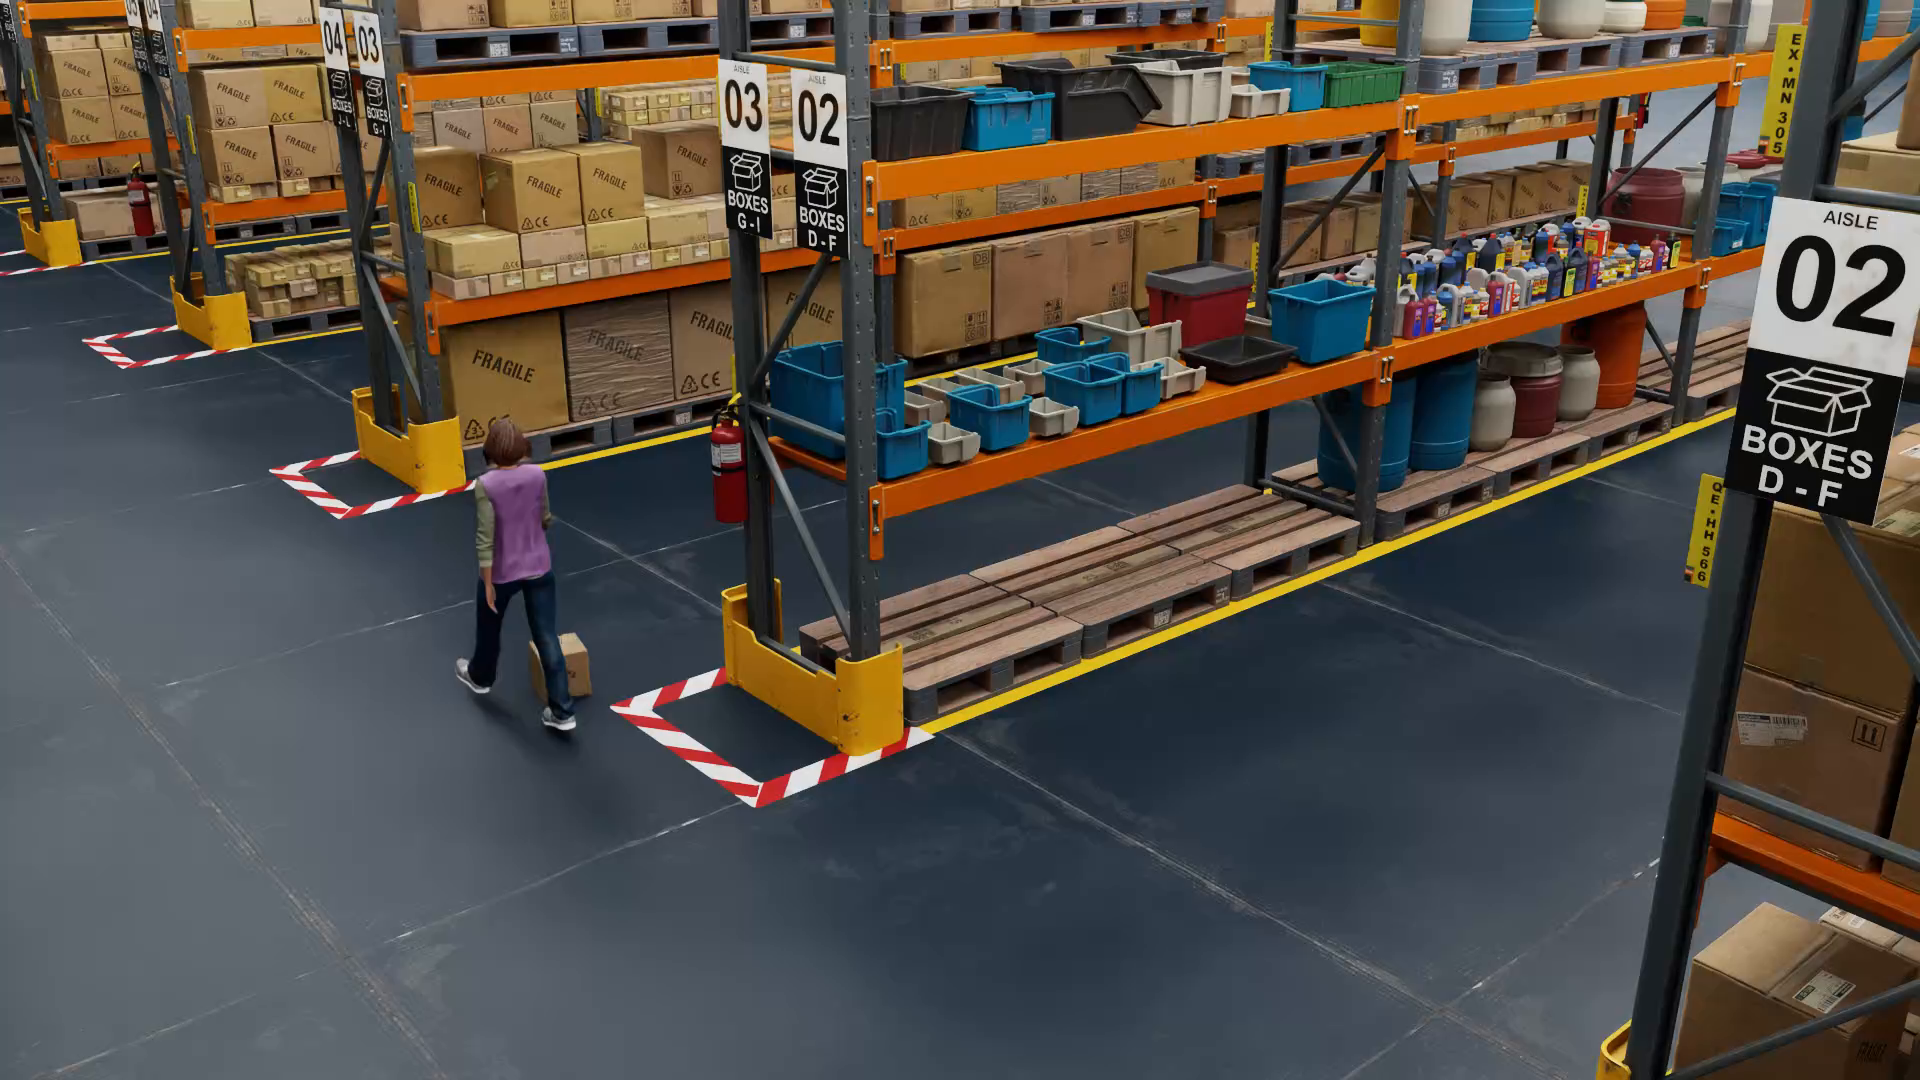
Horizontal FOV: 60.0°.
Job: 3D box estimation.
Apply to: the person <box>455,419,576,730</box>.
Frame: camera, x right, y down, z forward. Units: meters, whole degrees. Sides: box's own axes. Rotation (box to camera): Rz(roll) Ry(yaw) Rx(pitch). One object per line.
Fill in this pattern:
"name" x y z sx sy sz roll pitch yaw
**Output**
"person" -2.227 0.128 8.246 0.457 1.535 0.959 -13 25 -30
